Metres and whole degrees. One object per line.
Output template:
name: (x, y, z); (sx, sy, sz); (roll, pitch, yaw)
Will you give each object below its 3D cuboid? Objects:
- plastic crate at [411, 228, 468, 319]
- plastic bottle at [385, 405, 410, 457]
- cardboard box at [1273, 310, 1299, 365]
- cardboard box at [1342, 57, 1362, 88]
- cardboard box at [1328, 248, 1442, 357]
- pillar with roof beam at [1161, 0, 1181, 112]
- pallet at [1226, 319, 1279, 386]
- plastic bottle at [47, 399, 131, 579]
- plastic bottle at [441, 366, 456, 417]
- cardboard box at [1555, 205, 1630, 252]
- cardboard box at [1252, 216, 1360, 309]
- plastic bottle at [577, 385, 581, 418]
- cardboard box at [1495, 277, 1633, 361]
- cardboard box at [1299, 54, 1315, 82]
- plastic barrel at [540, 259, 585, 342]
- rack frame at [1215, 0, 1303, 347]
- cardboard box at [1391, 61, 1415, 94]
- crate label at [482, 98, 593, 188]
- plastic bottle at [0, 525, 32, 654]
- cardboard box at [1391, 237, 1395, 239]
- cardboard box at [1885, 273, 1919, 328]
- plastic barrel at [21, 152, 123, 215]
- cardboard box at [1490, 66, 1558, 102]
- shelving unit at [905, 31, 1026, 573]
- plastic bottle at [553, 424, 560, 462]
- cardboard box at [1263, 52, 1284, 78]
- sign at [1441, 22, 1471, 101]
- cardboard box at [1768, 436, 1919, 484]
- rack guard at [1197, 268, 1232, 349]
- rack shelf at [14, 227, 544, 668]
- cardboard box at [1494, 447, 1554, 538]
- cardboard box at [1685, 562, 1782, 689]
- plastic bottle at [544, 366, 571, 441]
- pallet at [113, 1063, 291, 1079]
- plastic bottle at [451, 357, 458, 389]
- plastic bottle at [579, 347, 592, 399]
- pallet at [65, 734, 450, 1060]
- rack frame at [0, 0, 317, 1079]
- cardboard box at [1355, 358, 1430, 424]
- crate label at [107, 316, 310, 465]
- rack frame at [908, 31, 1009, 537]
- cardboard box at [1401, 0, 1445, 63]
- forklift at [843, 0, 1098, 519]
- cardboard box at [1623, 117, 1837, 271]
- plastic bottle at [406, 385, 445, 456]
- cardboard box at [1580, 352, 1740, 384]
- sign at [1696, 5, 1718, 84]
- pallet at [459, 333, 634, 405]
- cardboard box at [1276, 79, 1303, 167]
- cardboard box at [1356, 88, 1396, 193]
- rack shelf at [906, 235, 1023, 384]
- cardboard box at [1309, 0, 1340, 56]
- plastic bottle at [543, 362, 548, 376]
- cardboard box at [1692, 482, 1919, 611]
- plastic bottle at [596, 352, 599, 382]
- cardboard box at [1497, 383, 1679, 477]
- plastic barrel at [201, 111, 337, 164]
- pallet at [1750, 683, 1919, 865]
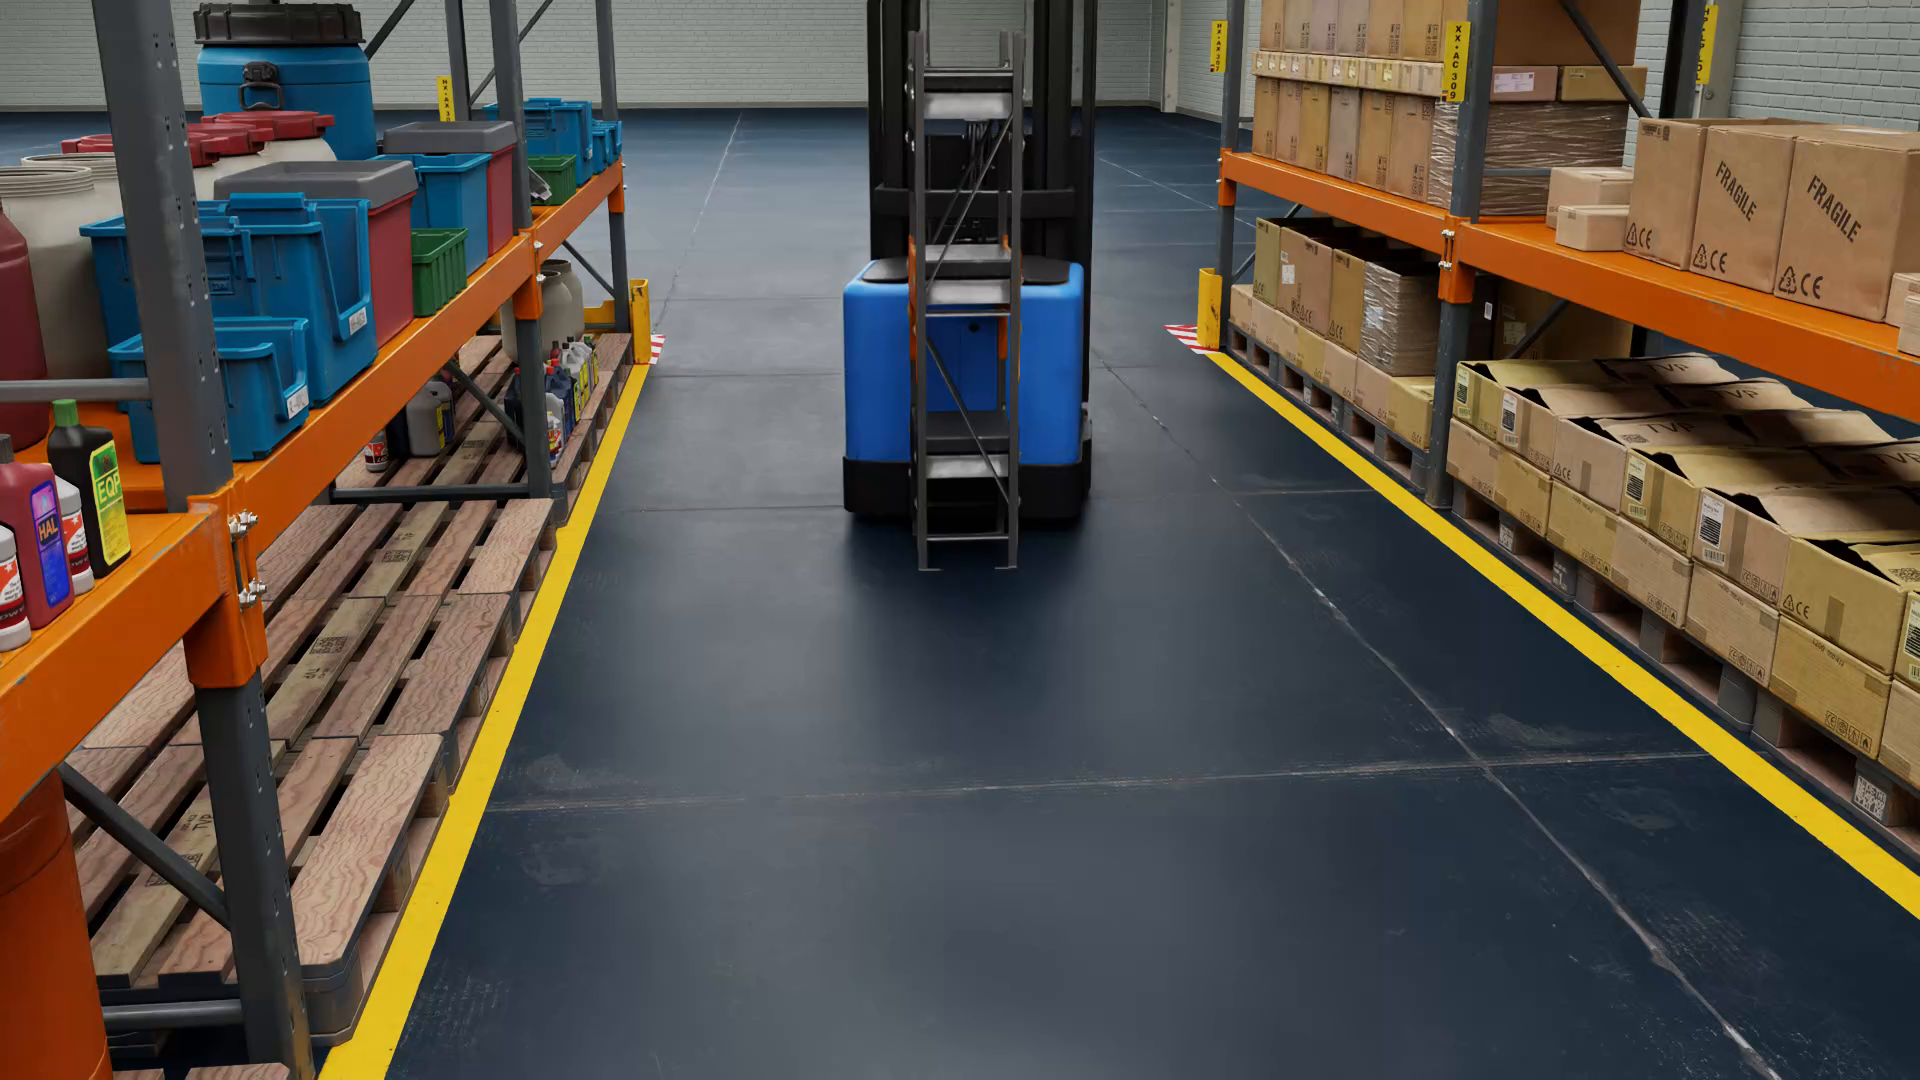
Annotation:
plastic crate: (-1.811, -0.834, 5.180); (0.450, 0.188, 0.662); (-2, 18, -6)
plastic bottle: (-2.624, -0.575, 7.687); (0.144, 0.351, 0.185); (-2, 18, -7)
cardboard box: (2.184, -1.213, 9.923); (0.500, 0.250, 0.500); (-2, 18, -6)
cardboard box: (2.255, -2.486, 8.839); (0.380, 0.149, 0.250); (-1, 17, -4)
cardboard box: (2.296, -1.273, 8.863); (0.500, 0.500, 0.500); (-2, 18, -6)
pillar with roof beam: (0.727, -14.429, 38.113); (9.100, 9.000, 0.400); (-2, 18, -6)
pallet: (2.364, -1.232, 10.750); (1.003, 0.211, 1.213); (-2, 18, -6)
plastic bottle: (-1.393, -0.091, 2.653); (0.061, 0.283, 0.133); (-2, 18, -6)
plastic bottle: (-2.584, -0.748, 8.352); (0.061, 0.283, 0.133); (-2, 18, -6)
cardboard box: (2.544, -1.207, 6.434); (0.380, 0.149, 0.250); (-2, 18, -6)
cardboard box: (2.131, -1.720, 10.285); (0.500, 0.500, 0.500); (-2, 18, -6)
plastic bottle: (-1.967, -0.715, 8.384); (0.097, 0.201, 0.097); (0, 17, 0)
cardboard box: (2.920, -0.992, 7.965); (0.500, 0.500, 0.500); (-2, 18, -6)
cardboard box: (2.178, -2.715, 9.568); (0.380, 0.149, 0.250); (-2, 18, -7)
plastic barrel: (-2.540, -1.457, 10.262); (0.421, 0.512, 0.421); (0, 17, 0)
rack frame: (2.243, -2.789, 11.054); (1.000, 3.000, 0.127); (-2, 18, -6)
cardboard box: (2.334, -2.259, 8.115); (0.380, 0.149, 0.250); (-2, 18, -6)
crate label: (-2.225, -2.114, 8.844); (0.502, 0.435, 0.616); (-2, 18, -6)
plastic bottle: (-1.375, 0.052, 2.335); (0.097, 0.201, 0.097); (0, 17, 0)
cardboard box: (2.713, -1.587, 9.863); (0.500, 0.500, 0.500); (-2, 18, -6)
cardboard box: (2.881, -0.664, 4.704); (0.380, 0.149, 0.250); (0, 17, -2)
plastic barrel: (-2.221, -0.733, 4.316); (0.421, 0.512, 0.421); (0, 17, 0)
cardboard box: (2.415, -2.029, 7.382); (0.380, 0.149, 0.250); (-2, 18, -6)
shelving unit: (0.012, -0.948, 6.692); (0.431, 2.100, 0.503); (-1, 17, -4)
plastic bottle: (-1.879, -0.459, 7.569); (0.097, 0.201, 0.097); (0, 17, 0)
cardboard box: (2.100, -2.944, 10.298); (0.380, 0.149, 0.250); (-2, 18, -7)
sign: (2.104, -2.031, 7.060); (0.100, 0.325, 0.005); (-2, 18, -6)
cardboard box: (3.140, -0.188, 5.722); (0.500, 0.311, 0.500); (-2, 18, -6)
rack guard: (2.241, -1.604, 11.451); (1.175, 0.500, 0.348); (-2, 18, -6)
rack shelf: (-2.065, -0.506, 4.983); (1.077, 0.370, 4.000); (-2, 18, -6)
cardboard box: (2.503, -0.206, 6.714); (0.500, 0.250, 0.500); (-1, 17, -4)
cardboard box: (2.666, 0.253, 5.252); (0.500, 0.250, 0.500); (-1, 17, -4)
plastic bottle: (-1.942, -0.645, 7.911); (0.144, 0.351, 0.185); (-1, 17, -4)
pallet: (-1.736, 1.310, 2.651); (1.003, 0.211, 1.213); (-2, 18, -6)
plastic bottle: (-2.796, -0.931, 9.073); (0.097, 0.201, 0.097); (0, 17, 0)
plastic bottle: (-2.045, -0.897, 8.838); (0.152, 0.276, 0.135); (-2, 18, -7)
pallet: (-1.900, 0.845, 4.134); (1.003, 0.211, 1.213); (-2, 18, -6)
rack frame: (-1.859, -0.254, 2.978); (1.000, 3.000, 0.127); (-2, 18, -6)
cardboard box: (2.349, -0.767, 8.501); (0.500, 0.250, 0.500); (-2, 18, -6)
crate label: (-1.529, -0.311, 3.439); (0.303, 0.233, 0.416); (-2, 18, -6)
rack frame: (-0.007, -1.021, 6.924); (0.400, 2.100, 0.015); (-1, 17, -4)
cardboard box: (2.551, -2.547, 7.948); (0.700, 0.500, 0.500); (-2, 18, -6)
forklift: (0.126, -1.885, 8.287); (1.130, 2.935, 3.031); (1, 17, 5)
cardboard box: (2.773, -1.259, 6.012); (0.500, 0.500, 0.500); (-1, 17, -2)
plastic bottle: (-2.481, -0.579, 7.702); (0.144, 0.351, 0.185); (-2, 18, -6)
cardboard box: (2.983, -0.642, 7.166); (0.500, 0.311, 0.500); (-2, 18, -6)
sign: (3.195, -2.132, 7.159); (0.100, 0.325, 0.005); (-2, 18, -6)
pallet: (-2.551, -1.043, 10.148); (1.003, 0.211, 1.213); (-2, 18, -6)
cardboard box: (2.338, -2.541, 10.096); (0.700, 0.500, 0.500); (-1, 17, -4)
cardboard box: (2.495, -2.084, 8.639); (0.700, 0.500, 0.500); (-2, 17, -5)
rack shelf: (0.012, -0.935, 6.696); (0.431, 0.518, 0.480); (-1, 17, -4)
cardboard box: (2.397, -2.994, 9.373); (0.700, 0.500, 0.500); (-2, 18, -5)
plastic bottle: (-2.150, -0.780, 8.467); (0.152, 0.276, 0.135); (-2, 18, -6)
cardboard box: (2.660, -0.015, 5.171); (0.500, 0.311, 0.500); (-2, 18, -6)
plastic bottle: (-2.058, -0.978, 9.223); (0.097, 0.201, 0.097); (0, 17, 0)
cardboard box: (2.497, -0.473, 6.630); (0.500, 0.311, 0.500); (-2, 18, -6)
plastic barrel: (-2.391, -1.219, 5.824); (0.433, 0.535, 0.433); (0, 17, 0)
pallet: (3.023, 0.678, 4.664); (1.003, 0.211, 1.213); (-2, 18, -6)
